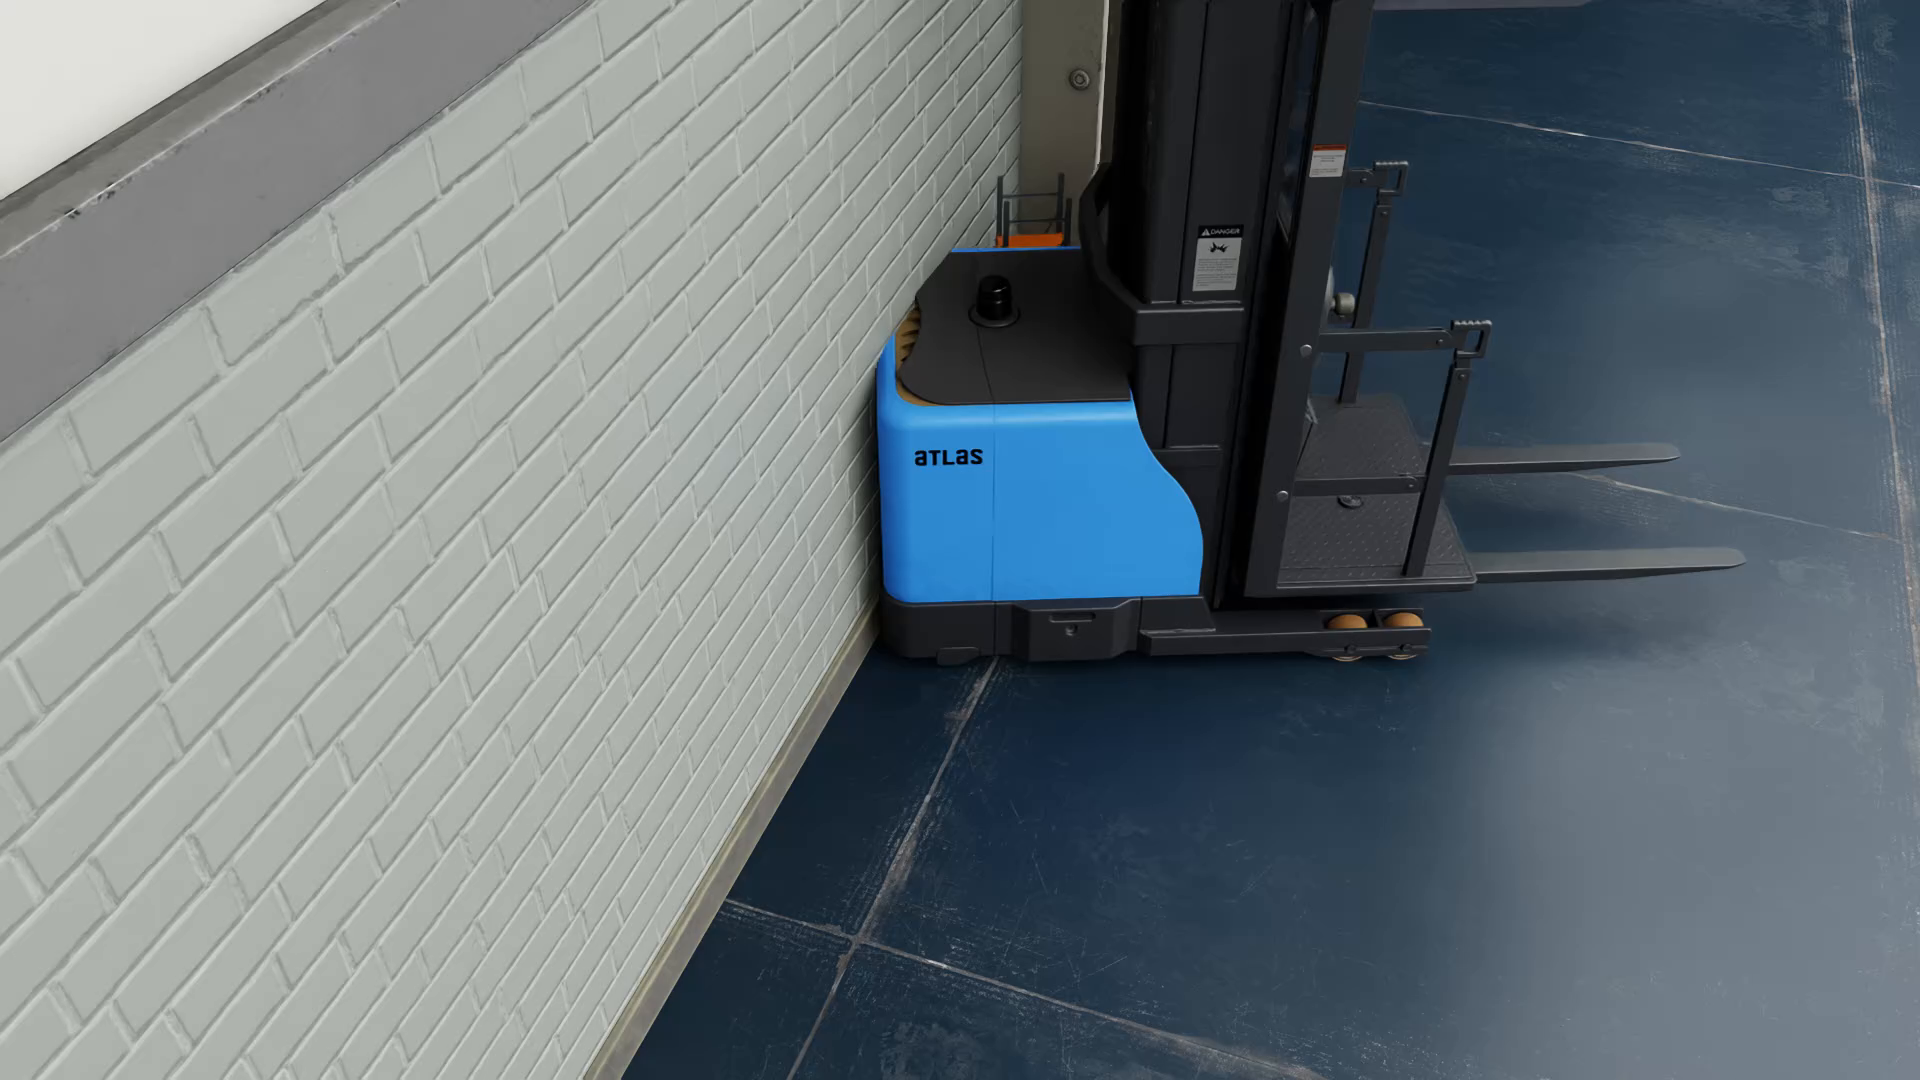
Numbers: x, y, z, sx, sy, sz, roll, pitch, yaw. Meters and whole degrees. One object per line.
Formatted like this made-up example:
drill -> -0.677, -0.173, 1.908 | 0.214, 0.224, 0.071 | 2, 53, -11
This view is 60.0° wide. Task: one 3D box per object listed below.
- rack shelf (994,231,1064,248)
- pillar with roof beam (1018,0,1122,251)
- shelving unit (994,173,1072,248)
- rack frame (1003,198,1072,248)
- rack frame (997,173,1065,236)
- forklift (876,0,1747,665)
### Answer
rack shelf -> 0.262, -1.027, 6.043 | 0.258, 0.103, 0.180 | -4, 41, -4
pillar with roof beam -> 4.476, -3.195, 3.062 | 9.100, 9.000, 0.400 | 13, 42, 15
shelving unit -> 0.263, -0.787, 6.248 | 0.258, 1.200, 0.189 | -4, 41, -4
rack frame -> 0.272, -0.728, 6.178 | 0.240, 1.200, 0.006 | -4, 41, -4
rack frame -> 0.253, -0.846, 6.317 | 0.240, 1.200, 0.006 | -4, 41, -4
forklift -> 1.226, -1.039, 5.210 | 3.031, 2.935, 1.130 | -2, 40, -2
